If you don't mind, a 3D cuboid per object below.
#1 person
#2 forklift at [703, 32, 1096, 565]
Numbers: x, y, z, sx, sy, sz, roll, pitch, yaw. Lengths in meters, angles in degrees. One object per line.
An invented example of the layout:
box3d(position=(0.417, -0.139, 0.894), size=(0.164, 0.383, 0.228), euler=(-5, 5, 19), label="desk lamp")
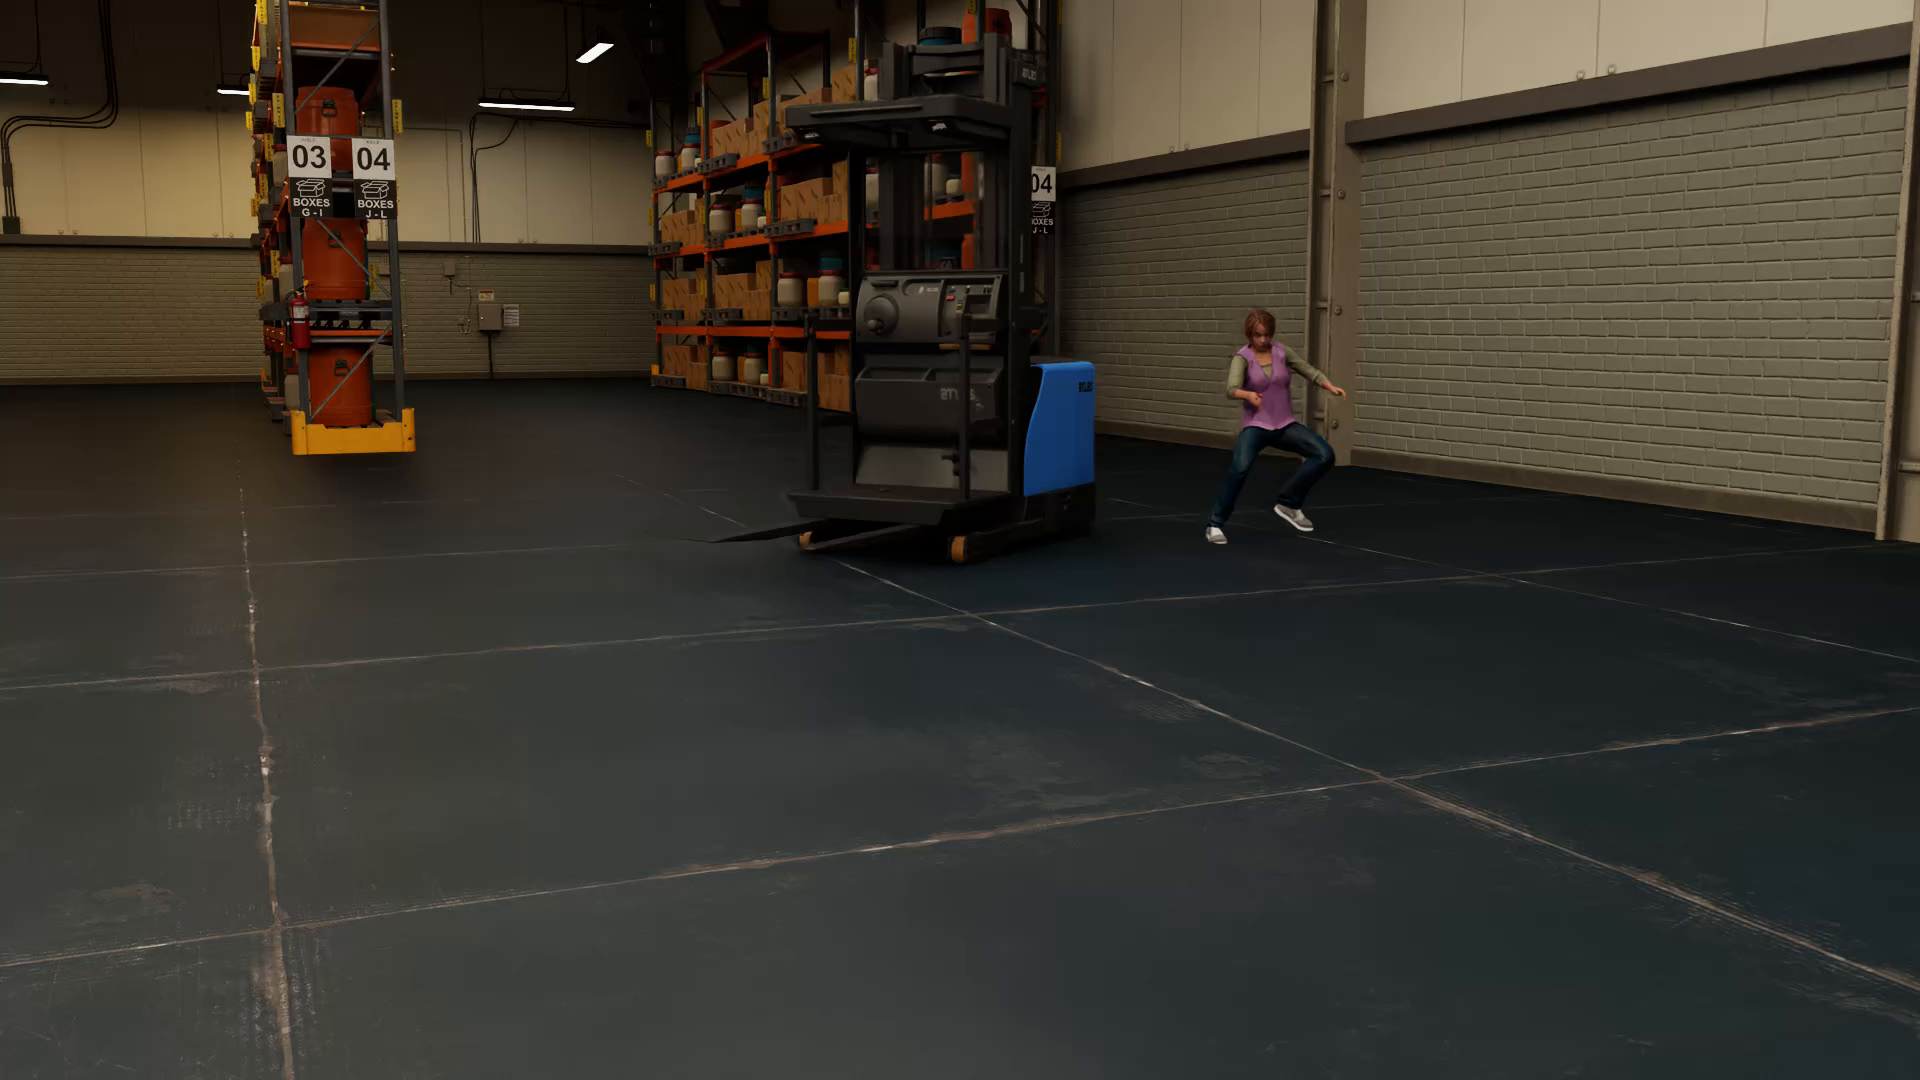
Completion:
box3d(position=(1.897, -0.671, 10.039), size=(0.795, 1.405, 0.694), euler=(-1, 8, -5), label="person")
box3d(position=(-0.282, -1.381, 9.414), size=(1.130, 2.935, 3.031), euler=(4, 9, 28), label="forklift")
